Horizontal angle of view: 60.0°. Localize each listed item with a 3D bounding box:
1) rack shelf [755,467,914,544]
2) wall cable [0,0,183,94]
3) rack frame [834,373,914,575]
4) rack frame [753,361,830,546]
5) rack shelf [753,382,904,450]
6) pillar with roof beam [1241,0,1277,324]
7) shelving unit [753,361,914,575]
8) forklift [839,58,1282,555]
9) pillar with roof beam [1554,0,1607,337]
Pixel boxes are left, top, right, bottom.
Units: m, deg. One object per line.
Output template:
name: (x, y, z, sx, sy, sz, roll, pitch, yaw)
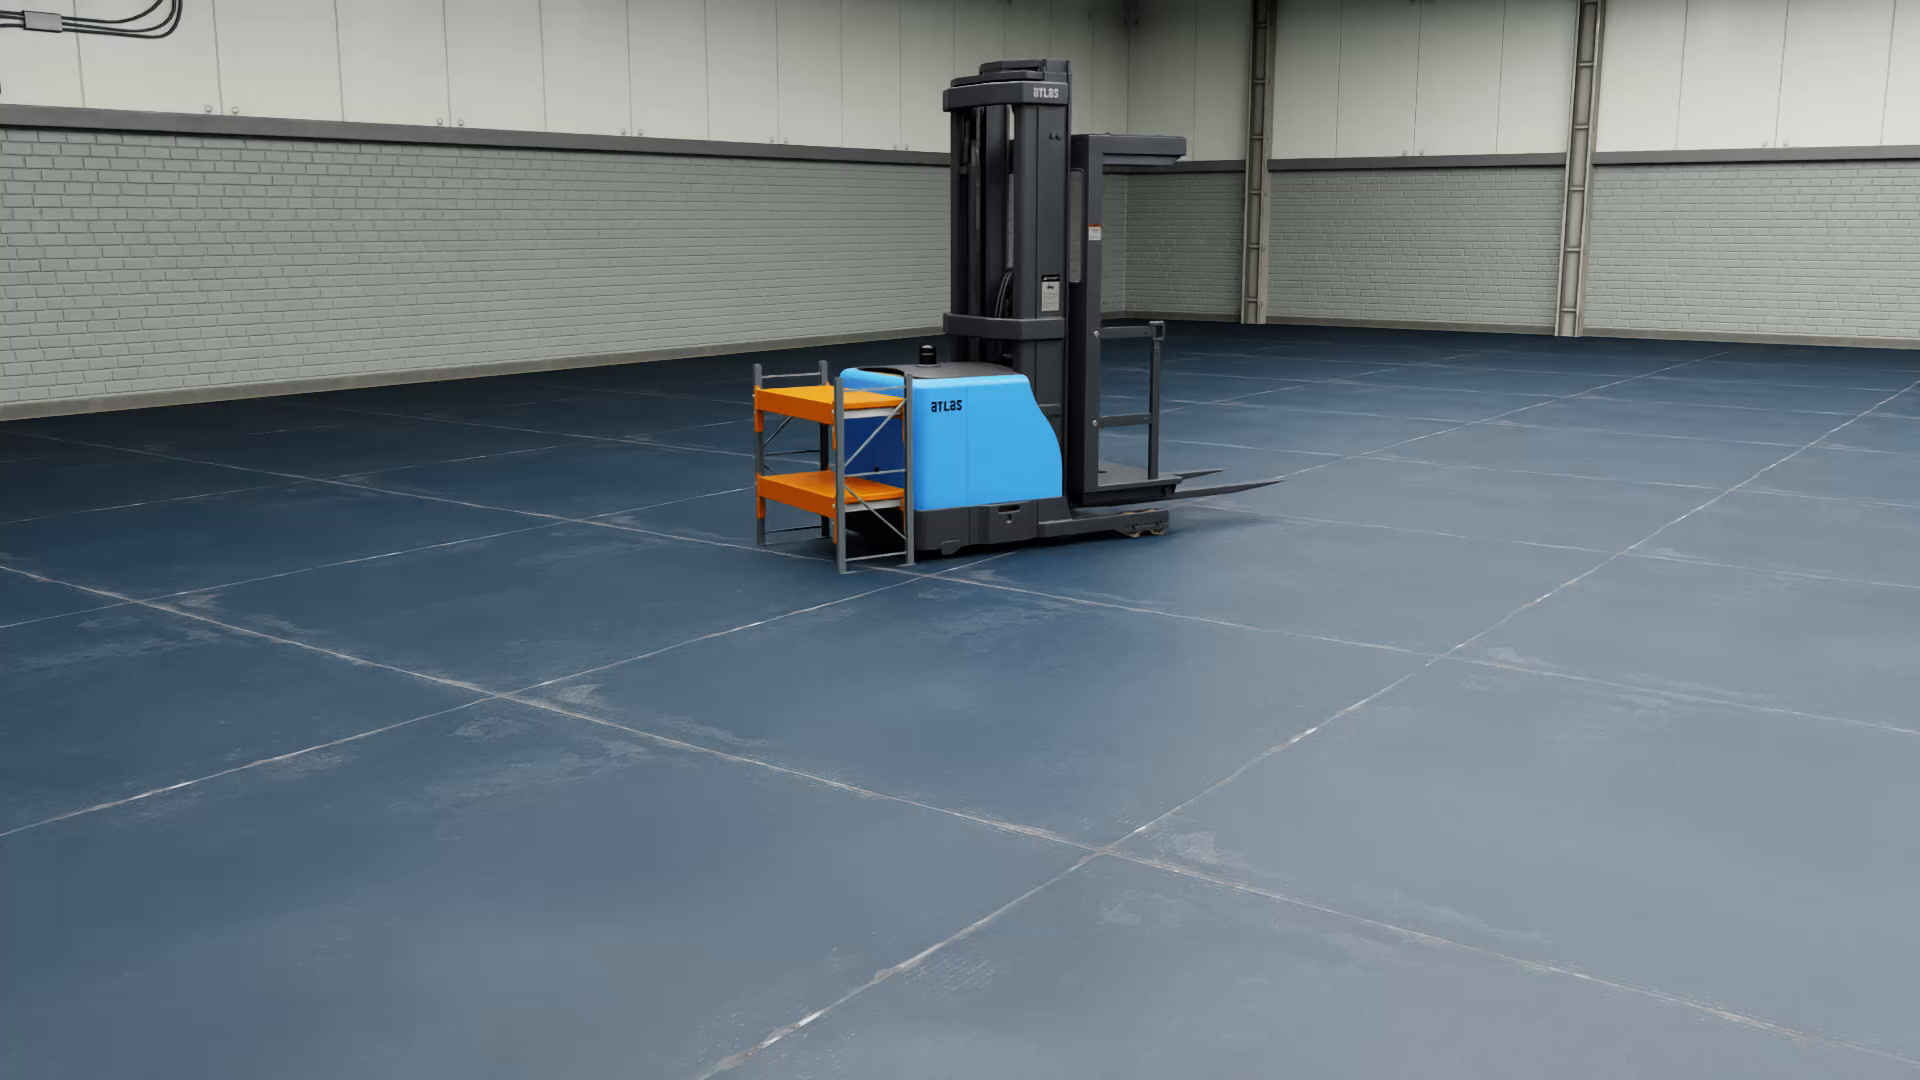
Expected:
rack shelf: (-0.768, -0.221, 9.999, 0.538, 0.278, 1.000, -7, 13, -33)
wall cable: (-8.915, -7.453, 16.408, 0.169, 6.003, 2.305, 8, 13, 36)
rack frame: (-0.489, -0.381, 9.535, 0.500, 1.125, 0.032, -7, 13, -33)
rack frame: (-1.047, -0.542, 10.370, 0.500, 1.125, 0.032, -7, 13, -33)
rack shelf: (-0.768, -0.749, 9.897, 0.538, 0.278, 1.000, -7, 13, -33)
pillar with roof beam: (3.142, -7.961, 27.990, 0.548, 9.000, 9.100, 8, 13, 36)
shelving unit: (-0.768, -0.461, 9.953, 0.538, 1.125, 1.048, -7, 13, -33)
forklift: (0.753, -1.532, 10.730, 3.031, 2.935, 1.130, -7, 13, -31)
pillar with roof beam: (7.978, -7.287, 24.503, 0.400, 9.000, 9.100, 8, 13, 36)
